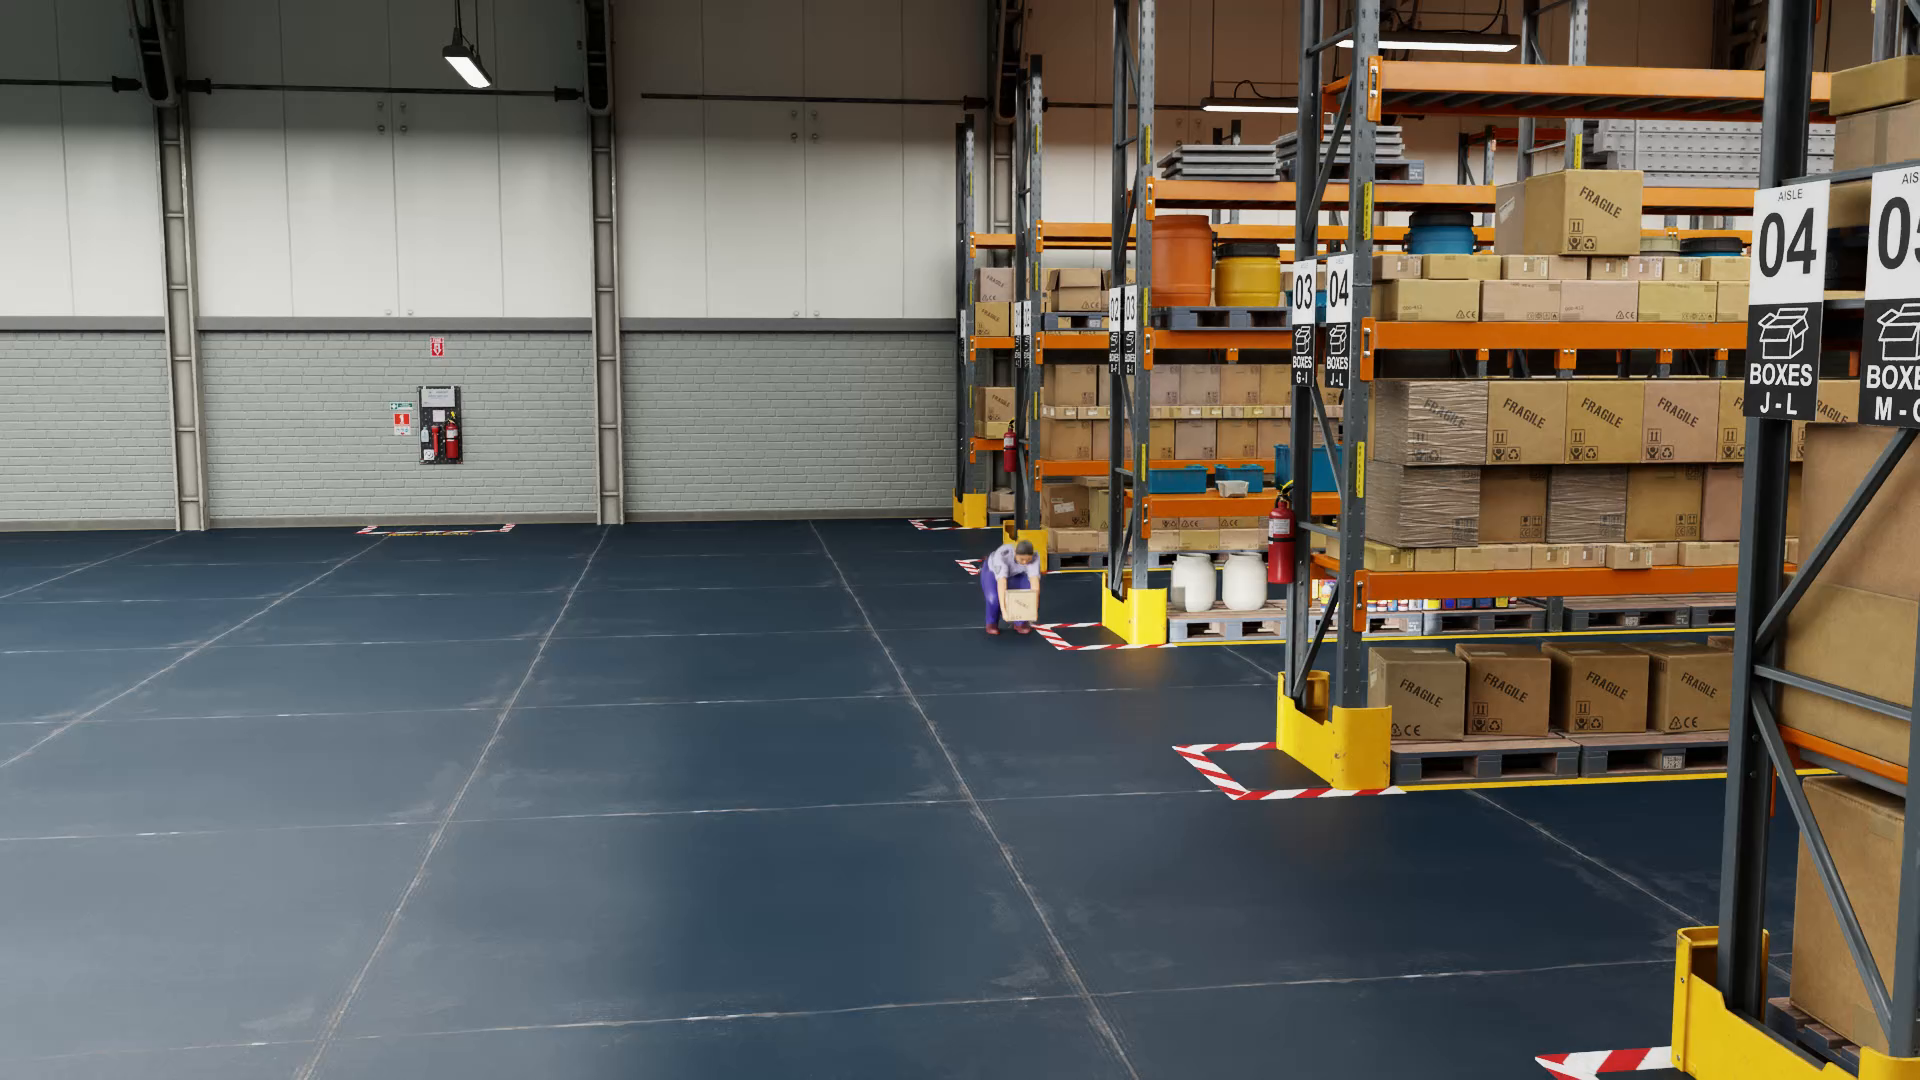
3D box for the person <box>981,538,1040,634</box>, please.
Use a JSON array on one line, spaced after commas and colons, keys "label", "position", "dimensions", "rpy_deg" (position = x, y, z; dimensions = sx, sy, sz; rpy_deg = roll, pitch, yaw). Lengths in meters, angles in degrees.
[{"label": "person", "position": [0.482, 0.417, 15.433], "dimensions": [0.516, 0.937, 0.868], "rpy_deg": [-2, 7, -14]}]
